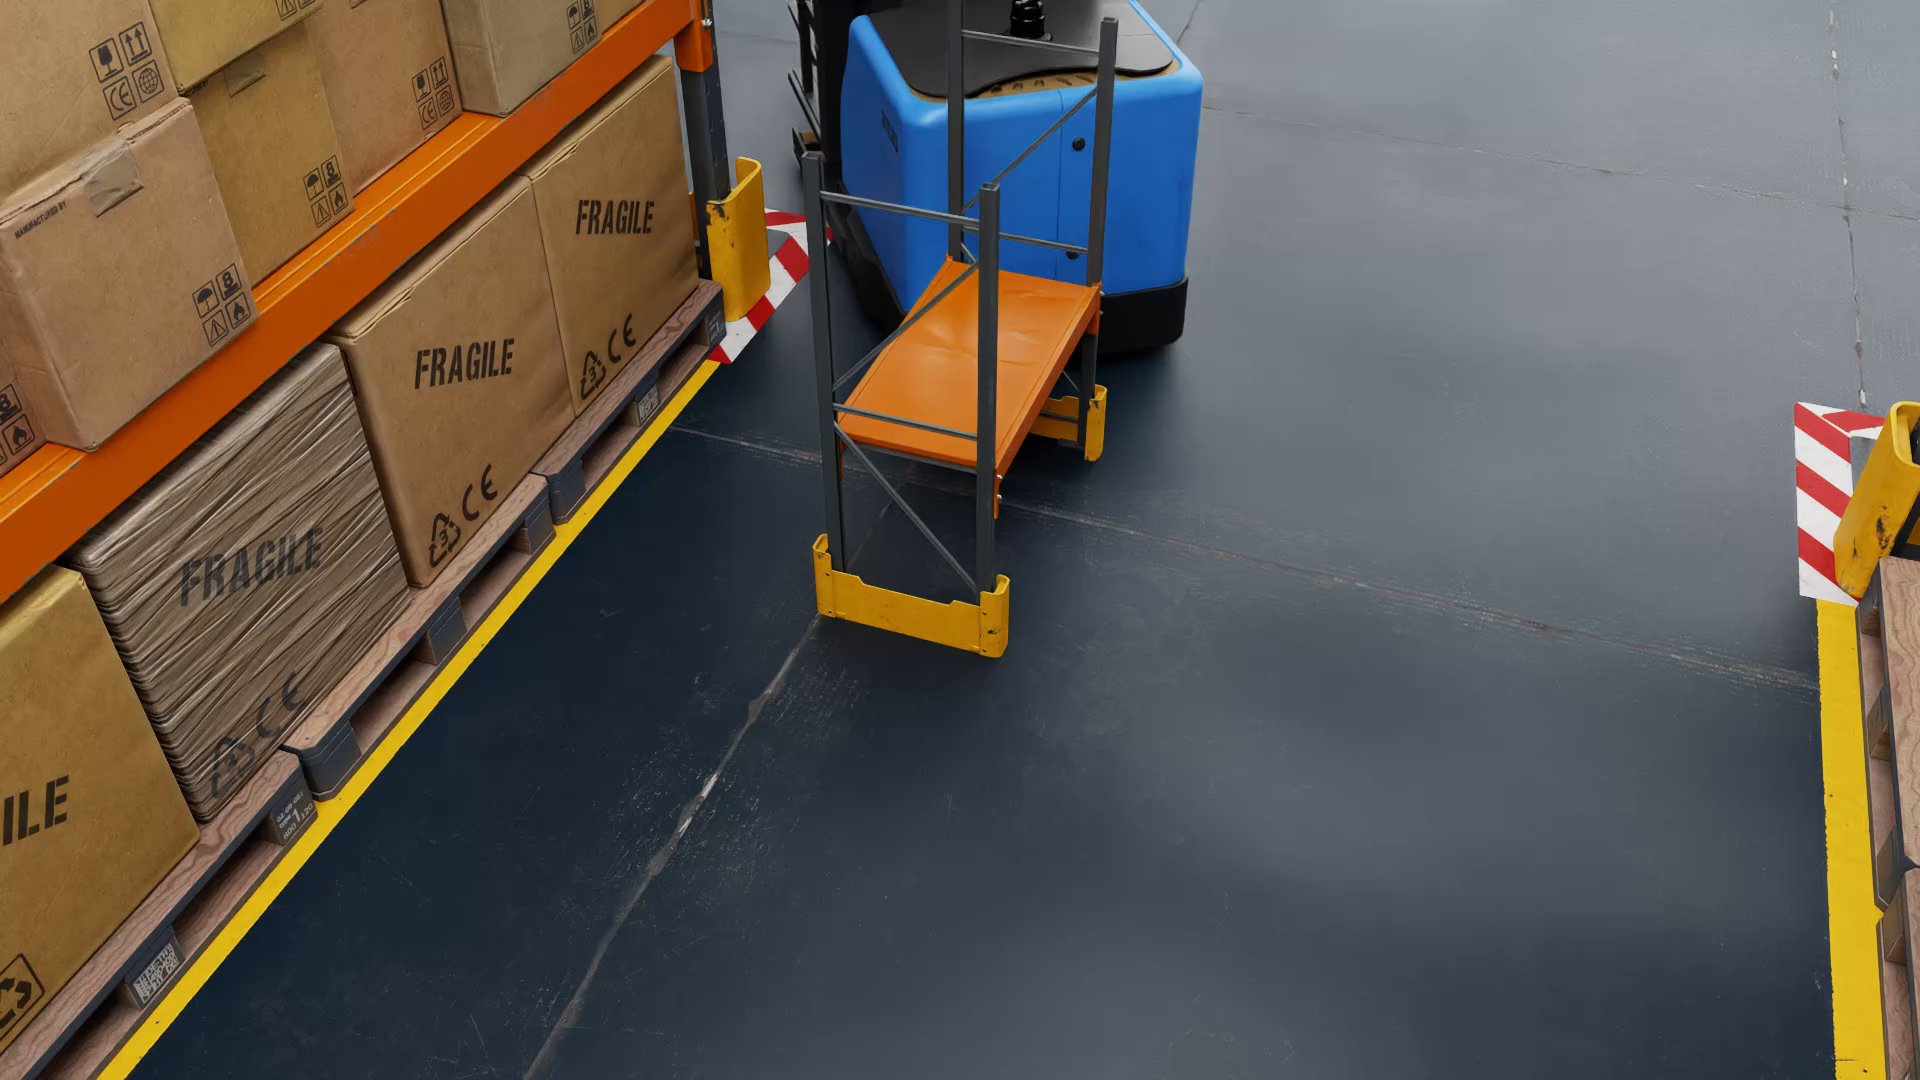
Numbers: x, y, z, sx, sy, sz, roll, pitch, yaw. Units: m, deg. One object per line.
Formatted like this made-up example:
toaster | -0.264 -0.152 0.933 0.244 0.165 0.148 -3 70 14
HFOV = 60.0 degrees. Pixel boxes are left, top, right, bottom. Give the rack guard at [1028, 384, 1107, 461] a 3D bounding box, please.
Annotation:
rack guard | 0.196 -0.445 5.579 0.587 0.250 0.087 13 42 15

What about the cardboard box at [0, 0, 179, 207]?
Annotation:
cardboard box | -2.142 -1.067 3.241 0.875 0.550 0.550 13 42 15

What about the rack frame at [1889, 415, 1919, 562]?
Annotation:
rack frame | 3.301 -0.998 4.109 1.000 3.000 0.127 13 42 15

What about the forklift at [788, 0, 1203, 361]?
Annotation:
forklift | -0.080 -2.631 6.076 1.130 2.935 3.031 -10 42 -12

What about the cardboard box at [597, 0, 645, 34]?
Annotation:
cardboard box | -1.410 -1.982 5.146 0.875 0.550 0.550 13 42 15

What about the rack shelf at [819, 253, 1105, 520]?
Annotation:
rack shelf | 0.029 -0.486 4.941 0.538 0.185 1.000 13 42 15

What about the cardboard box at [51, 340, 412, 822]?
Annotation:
cardboard box | -2.108 0.009 4.242 0.875 0.875 0.875 14 42 15

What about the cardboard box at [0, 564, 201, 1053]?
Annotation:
cardboard box | -2.413 0.559 3.597 0.875 0.875 0.875 14 42 16

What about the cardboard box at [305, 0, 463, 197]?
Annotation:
cardboard box | -1.887 -1.328 4.379 0.875 0.550 0.550 13 42 15

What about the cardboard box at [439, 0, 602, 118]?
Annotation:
cardboard box | -1.577 -1.641 4.747 0.875 0.550 0.550 13 42 15

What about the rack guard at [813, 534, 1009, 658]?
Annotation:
rack guard | -0.144 0.162 4.867 0.587 0.250 0.087 13 42 15

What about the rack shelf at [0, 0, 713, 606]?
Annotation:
rack shelf | -2.009 -0.667 4.275 1.077 0.370 4.000 13 42 15

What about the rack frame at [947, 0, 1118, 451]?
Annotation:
rack frame | 0.203 -0.933 5.188 0.500 1.500 0.032 13 42 15

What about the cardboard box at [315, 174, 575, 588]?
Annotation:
cardboard box | -1.794 -0.547 4.893 0.875 0.875 0.875 13 42 14

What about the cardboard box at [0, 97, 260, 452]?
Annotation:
cardboard box | -2.116 -0.650 3.585 0.875 0.550 0.550 13 42 15

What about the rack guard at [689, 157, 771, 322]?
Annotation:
rack guard | -1.317 -1.225 6.300 1.175 0.500 0.348 13 42 15

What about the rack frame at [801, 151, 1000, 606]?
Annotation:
rack frame | -0.145 -0.313 4.461 0.500 1.500 0.032 13 42 15

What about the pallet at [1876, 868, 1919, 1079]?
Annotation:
pallet | 2.545 1.338 3.519 1.003 0.211 1.213 13 42 15

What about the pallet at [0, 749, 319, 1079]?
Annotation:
pallet | -2.360 0.893 4.040 1.003 0.211 1.213 13 42 15

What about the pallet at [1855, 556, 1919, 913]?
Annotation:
pallet | 2.964 0.596 4.388 1.003 0.211 1.213 13 42 15

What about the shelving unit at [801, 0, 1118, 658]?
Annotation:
shelving unit | 0.026 -0.617 4.818 0.587 1.500 1.083 13 42 15

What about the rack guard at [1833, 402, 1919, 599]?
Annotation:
rack guard | 3.275 -0.001 4.866 1.175 0.500 0.348 13 42 15

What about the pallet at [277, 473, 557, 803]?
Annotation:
pallet | -1.944 0.147 4.916 1.003 0.211 1.213 13 42 15

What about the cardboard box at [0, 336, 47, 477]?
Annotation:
cardboard box | -2.412 -0.346 3.229 0.875 0.550 0.550 13 42 15

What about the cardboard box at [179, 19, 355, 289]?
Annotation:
cardboard box | -2.029 -0.995 3.990 0.875 0.550 0.500 13 42 15

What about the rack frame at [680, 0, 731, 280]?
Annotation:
rack frame | -1.326 -2.161 5.472 1.000 3.000 0.127 13 42 15

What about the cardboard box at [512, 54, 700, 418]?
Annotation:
cardboard box | -1.495 -1.084 5.523 0.875 0.875 0.875 14 42 15

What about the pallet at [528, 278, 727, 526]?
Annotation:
pallet | -1.525 -0.595 5.785 1.003 0.211 1.213 13 42 15

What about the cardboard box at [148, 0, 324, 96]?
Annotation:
cardboard box | -1.968 -1.392 3.622 0.875 0.550 0.500 13 42 15
